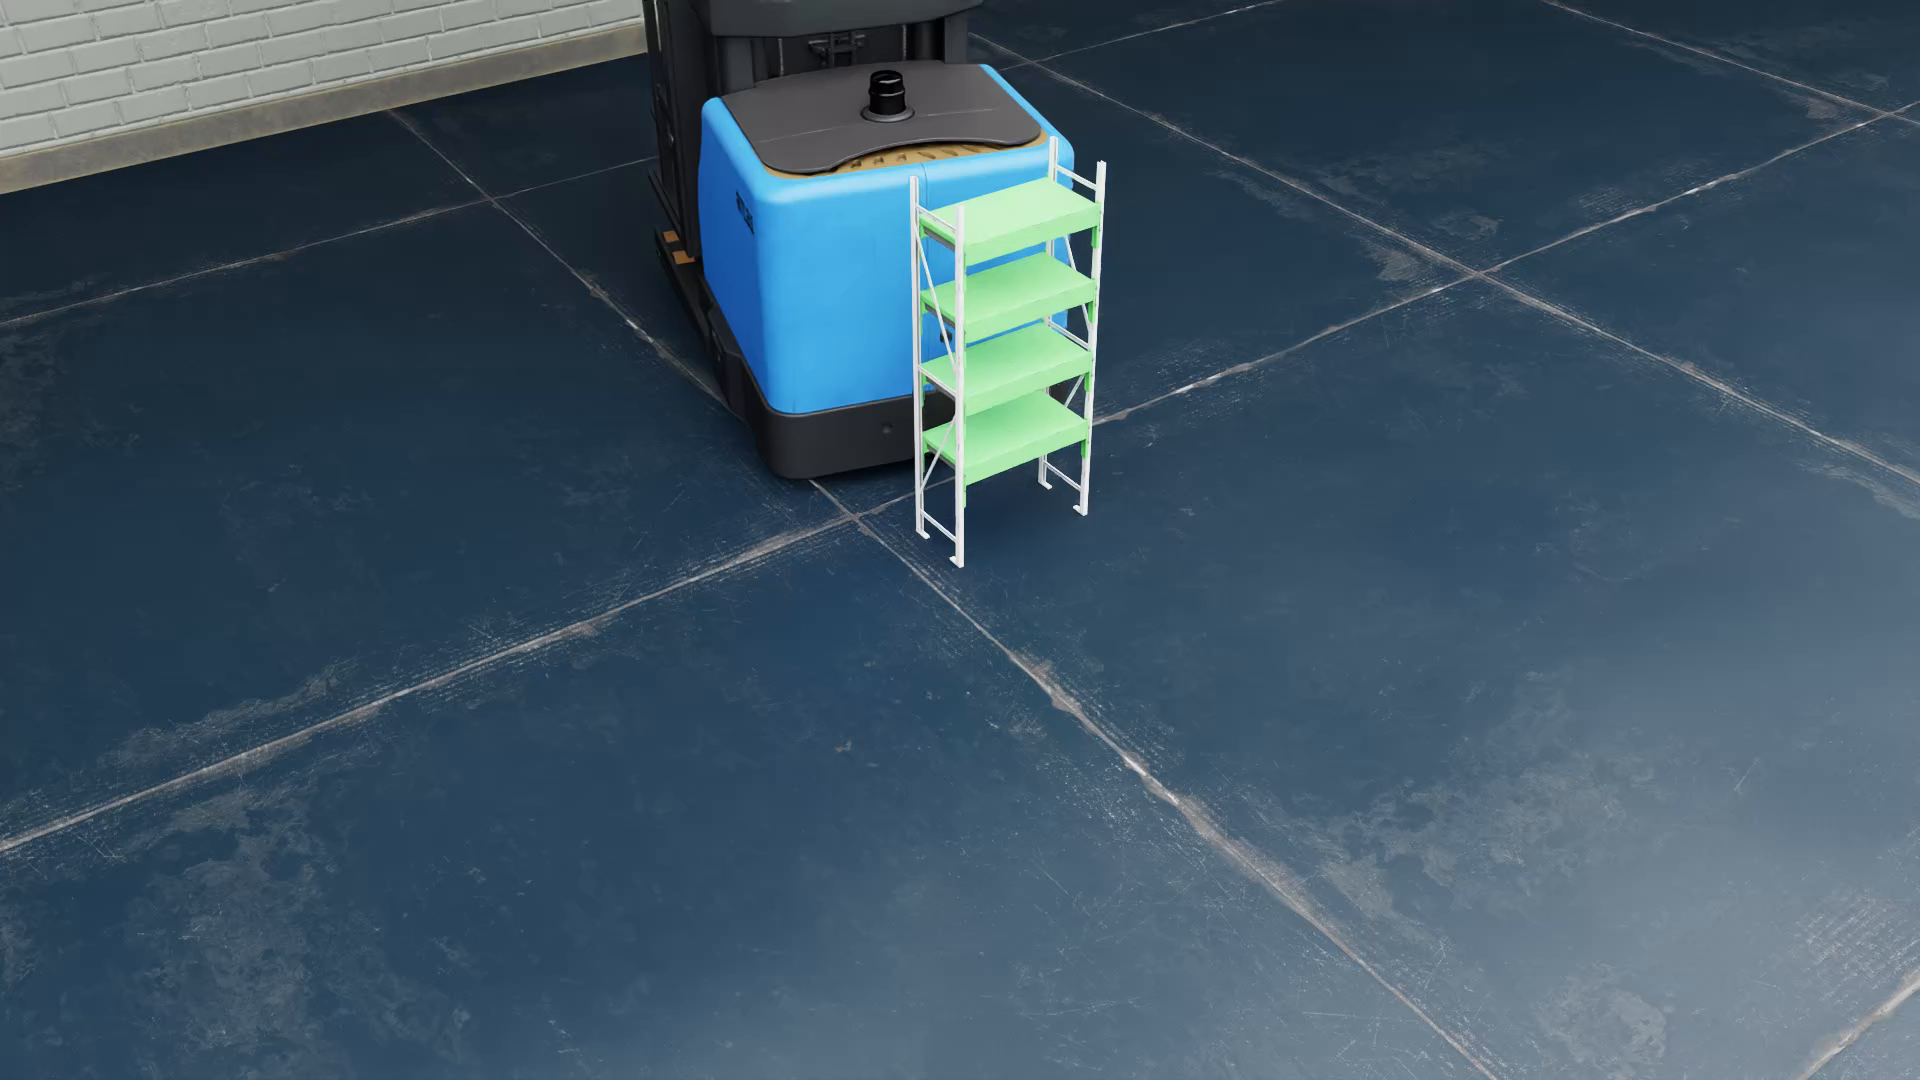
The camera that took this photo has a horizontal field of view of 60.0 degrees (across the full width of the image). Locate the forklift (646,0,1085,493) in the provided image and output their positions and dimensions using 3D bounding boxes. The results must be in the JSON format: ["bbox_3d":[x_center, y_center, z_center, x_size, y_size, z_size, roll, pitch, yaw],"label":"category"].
[{"bbox_3d":[-0.571,-2.200,5.799,1.130,2.935,3.031,-12,37,-16],"label":"forklift"}]

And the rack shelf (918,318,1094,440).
[{"bbox_3d":[0.135,-0.491,5.014,0.480,0.148,0.258,-22,41,-28],"label":"rack shelf"}]

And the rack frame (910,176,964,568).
[{"bbox_3d":[-0.064,-0.461,4.863,0.015,1.200,0.240,-22,41,-28],"label":"rack frame"}]

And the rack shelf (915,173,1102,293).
[{"bbox_3d":[0.135,-0.881,4.734,0.480,0.148,0.258,-22,41,-28],"label":"rack shelf"}]

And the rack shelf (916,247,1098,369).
[{"bbox_3d":[0.135,-0.686,4.874,0.480,0.148,0.258,-22,41,-28],"label":"rack shelf"}]

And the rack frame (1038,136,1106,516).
[{"bbox_3d":[0.335,-0.625,5.091,0.015,1.200,0.240,-22,41,-28],"label":"rack frame"}]

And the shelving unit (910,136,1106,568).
[{"bbox_3d":[0.135,-0.543,4.977,0.503,1.200,0.258,-22,41,-28],"label":"shelving unit"}]

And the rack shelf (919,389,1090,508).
[{"bbox_3d":[0.135,-0.296,5.155,0.480,0.148,0.258,-22,41,-28],"label":"rack shelf"}]
